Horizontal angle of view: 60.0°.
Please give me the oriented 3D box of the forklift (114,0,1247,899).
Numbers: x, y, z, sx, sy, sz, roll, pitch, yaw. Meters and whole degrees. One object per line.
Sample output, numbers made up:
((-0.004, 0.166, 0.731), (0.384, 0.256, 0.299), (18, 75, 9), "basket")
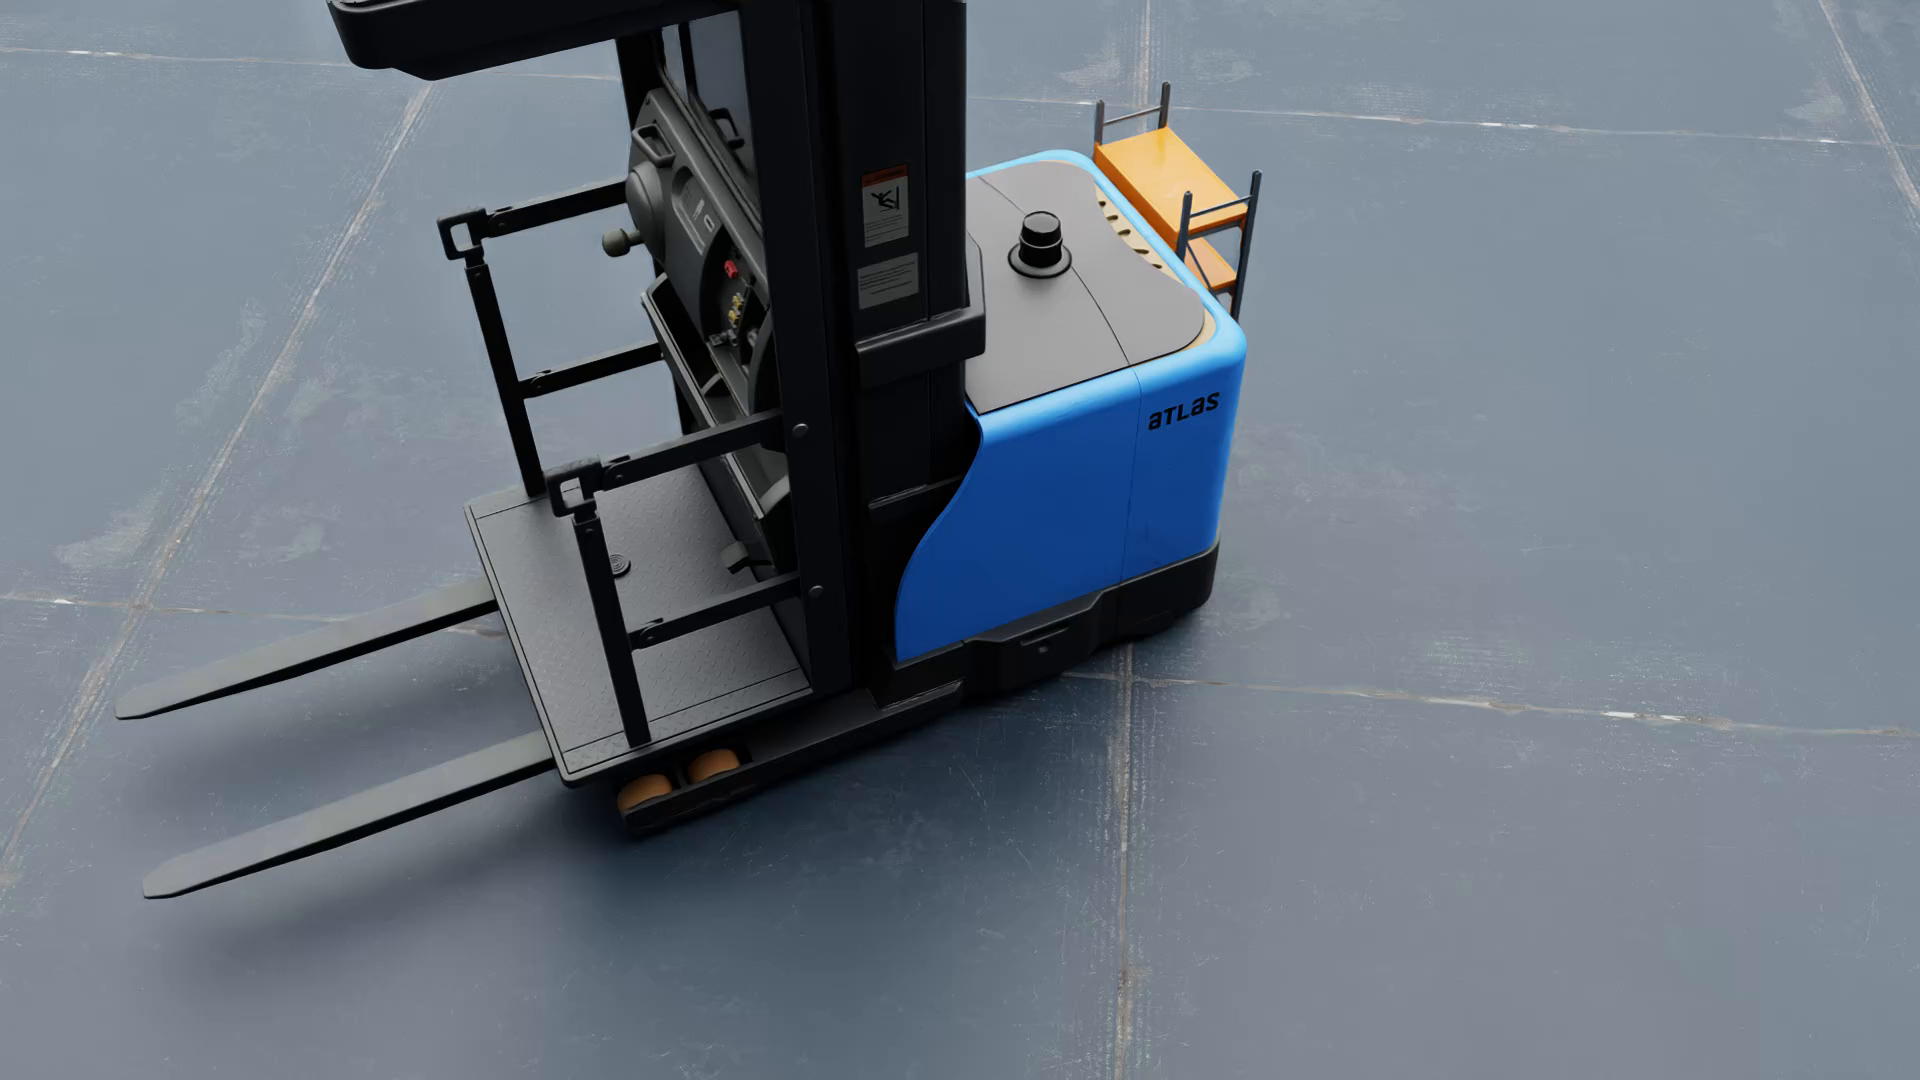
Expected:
((-0.798, -0.644, 3.853), (3.031, 2.935, 1.130), (-19, 50, -17), "forklift")

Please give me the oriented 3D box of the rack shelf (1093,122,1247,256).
((0.609, -0.994, 4.814), (0.258, 0.148, 0.480), (-19, 50, -17), "rack shelf")

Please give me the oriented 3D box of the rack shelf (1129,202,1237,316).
((0.609, -0.835, 4.988), (0.258, 0.148, 0.480), (-19, 50, -17), "rack shelf")

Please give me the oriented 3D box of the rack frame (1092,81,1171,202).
((0.503, -0.892, 5.252), (0.240, 1.200, 0.015), (-19, 50, -17), "rack frame")

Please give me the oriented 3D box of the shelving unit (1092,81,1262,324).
((0.609, -0.729, 5.104), (0.258, 1.200, 0.503), (-19, 50, -17), "shelving unit")

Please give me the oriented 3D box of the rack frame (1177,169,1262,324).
((0.714, -0.567, 4.955), (0.240, 1.200, 0.015), (-19, 50, -17), "rack frame")
